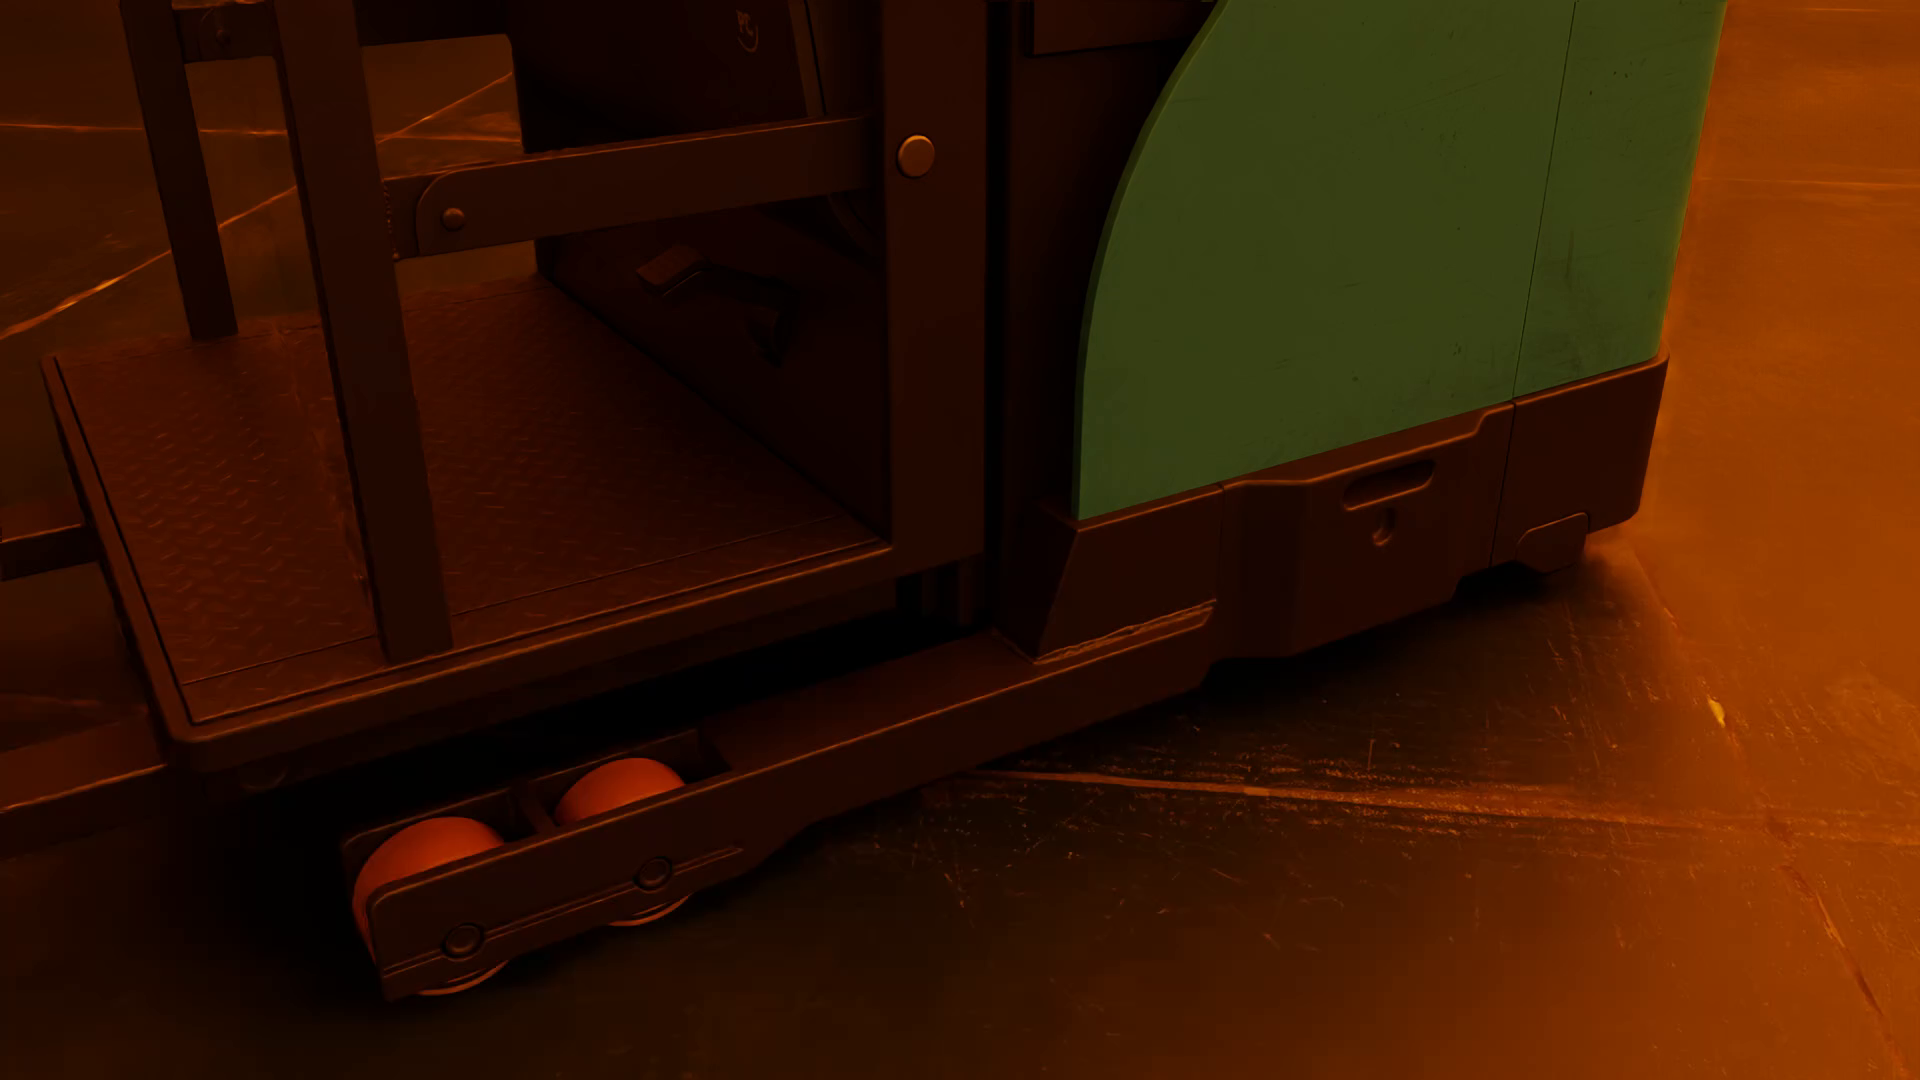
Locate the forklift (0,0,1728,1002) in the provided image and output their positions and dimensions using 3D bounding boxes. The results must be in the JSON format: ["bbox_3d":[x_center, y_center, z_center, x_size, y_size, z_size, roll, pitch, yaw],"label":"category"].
[{"bbox_3d":[-0.523,-1.141,1.503,3.031,2.935,1.130,-15,30,-28],"label":"forklift"}]
